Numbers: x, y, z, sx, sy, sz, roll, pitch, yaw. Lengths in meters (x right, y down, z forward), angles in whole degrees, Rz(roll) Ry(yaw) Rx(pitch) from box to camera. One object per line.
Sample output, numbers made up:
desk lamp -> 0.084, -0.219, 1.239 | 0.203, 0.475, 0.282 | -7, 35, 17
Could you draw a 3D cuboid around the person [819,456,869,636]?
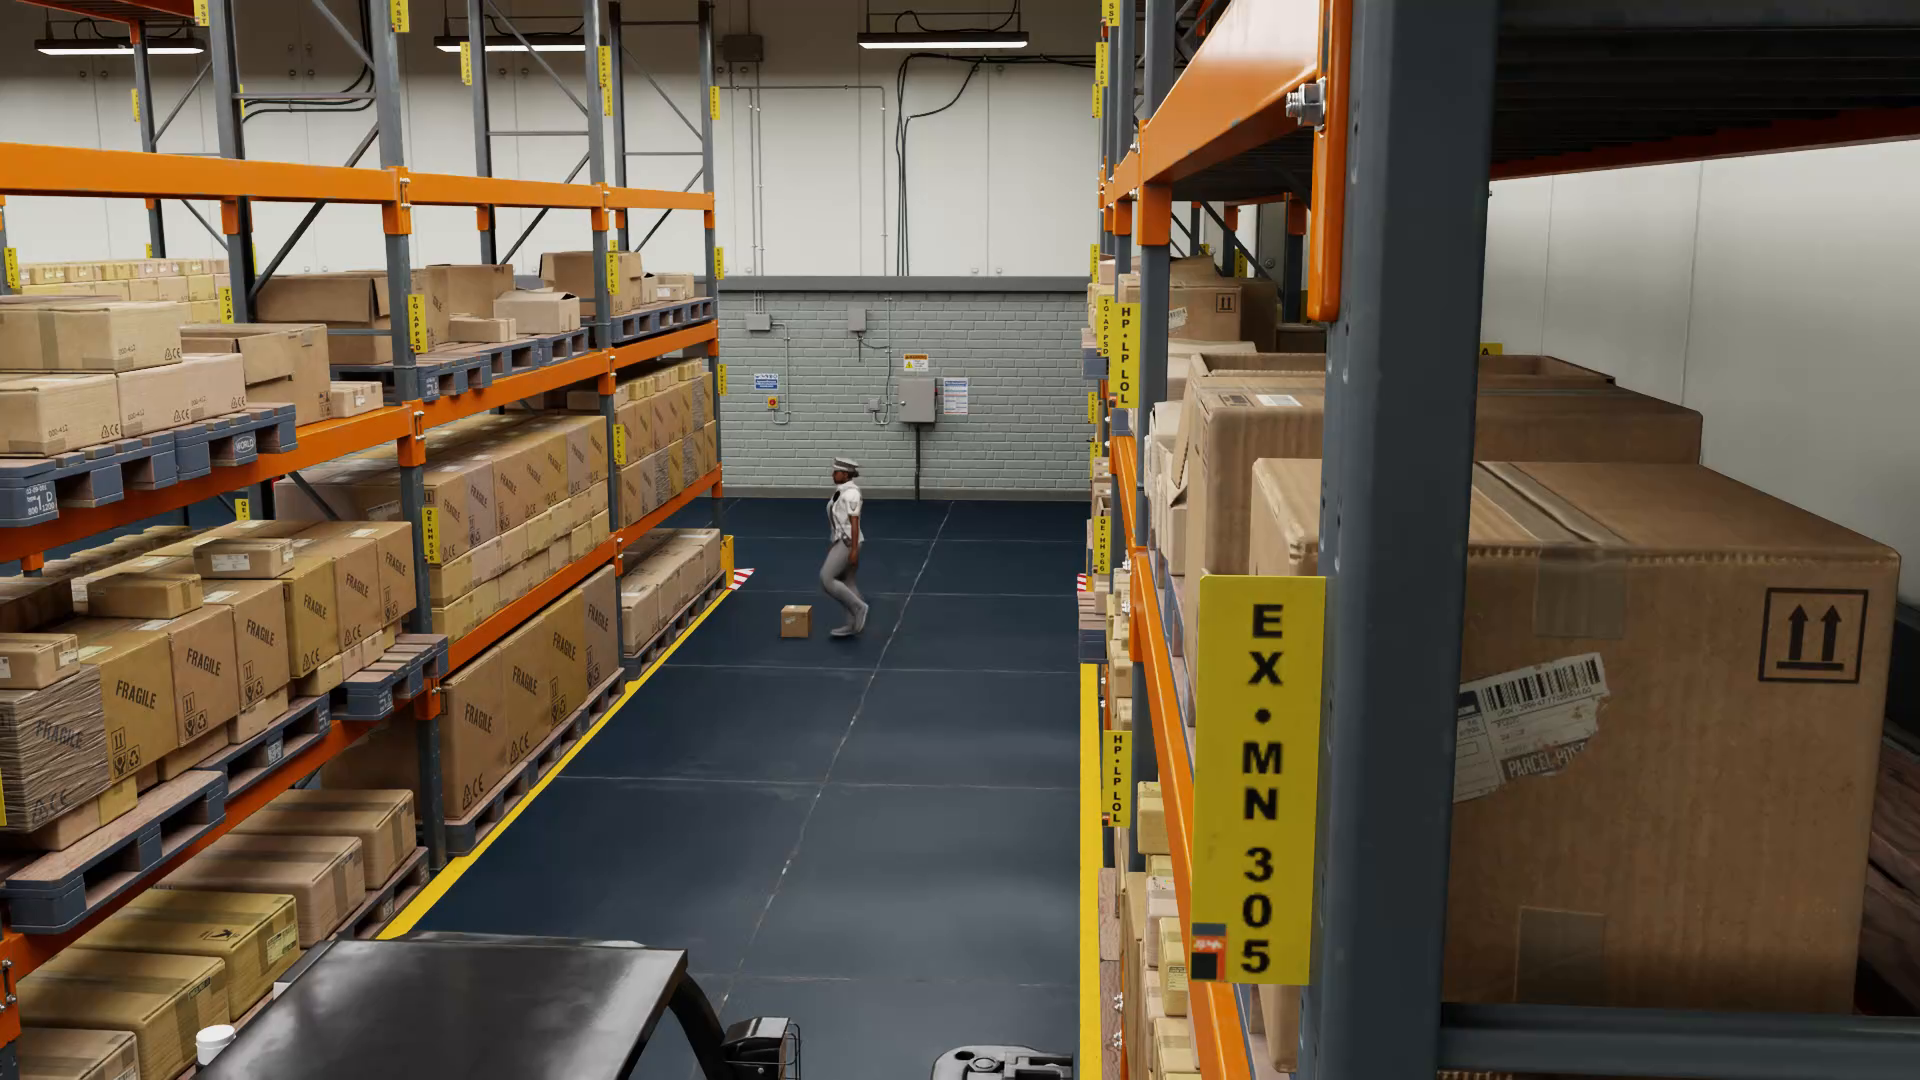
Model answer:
person -> -1.112, 0.065, 15.467 | 0.445, 1.666, 0.531 | -2, 11, -10
